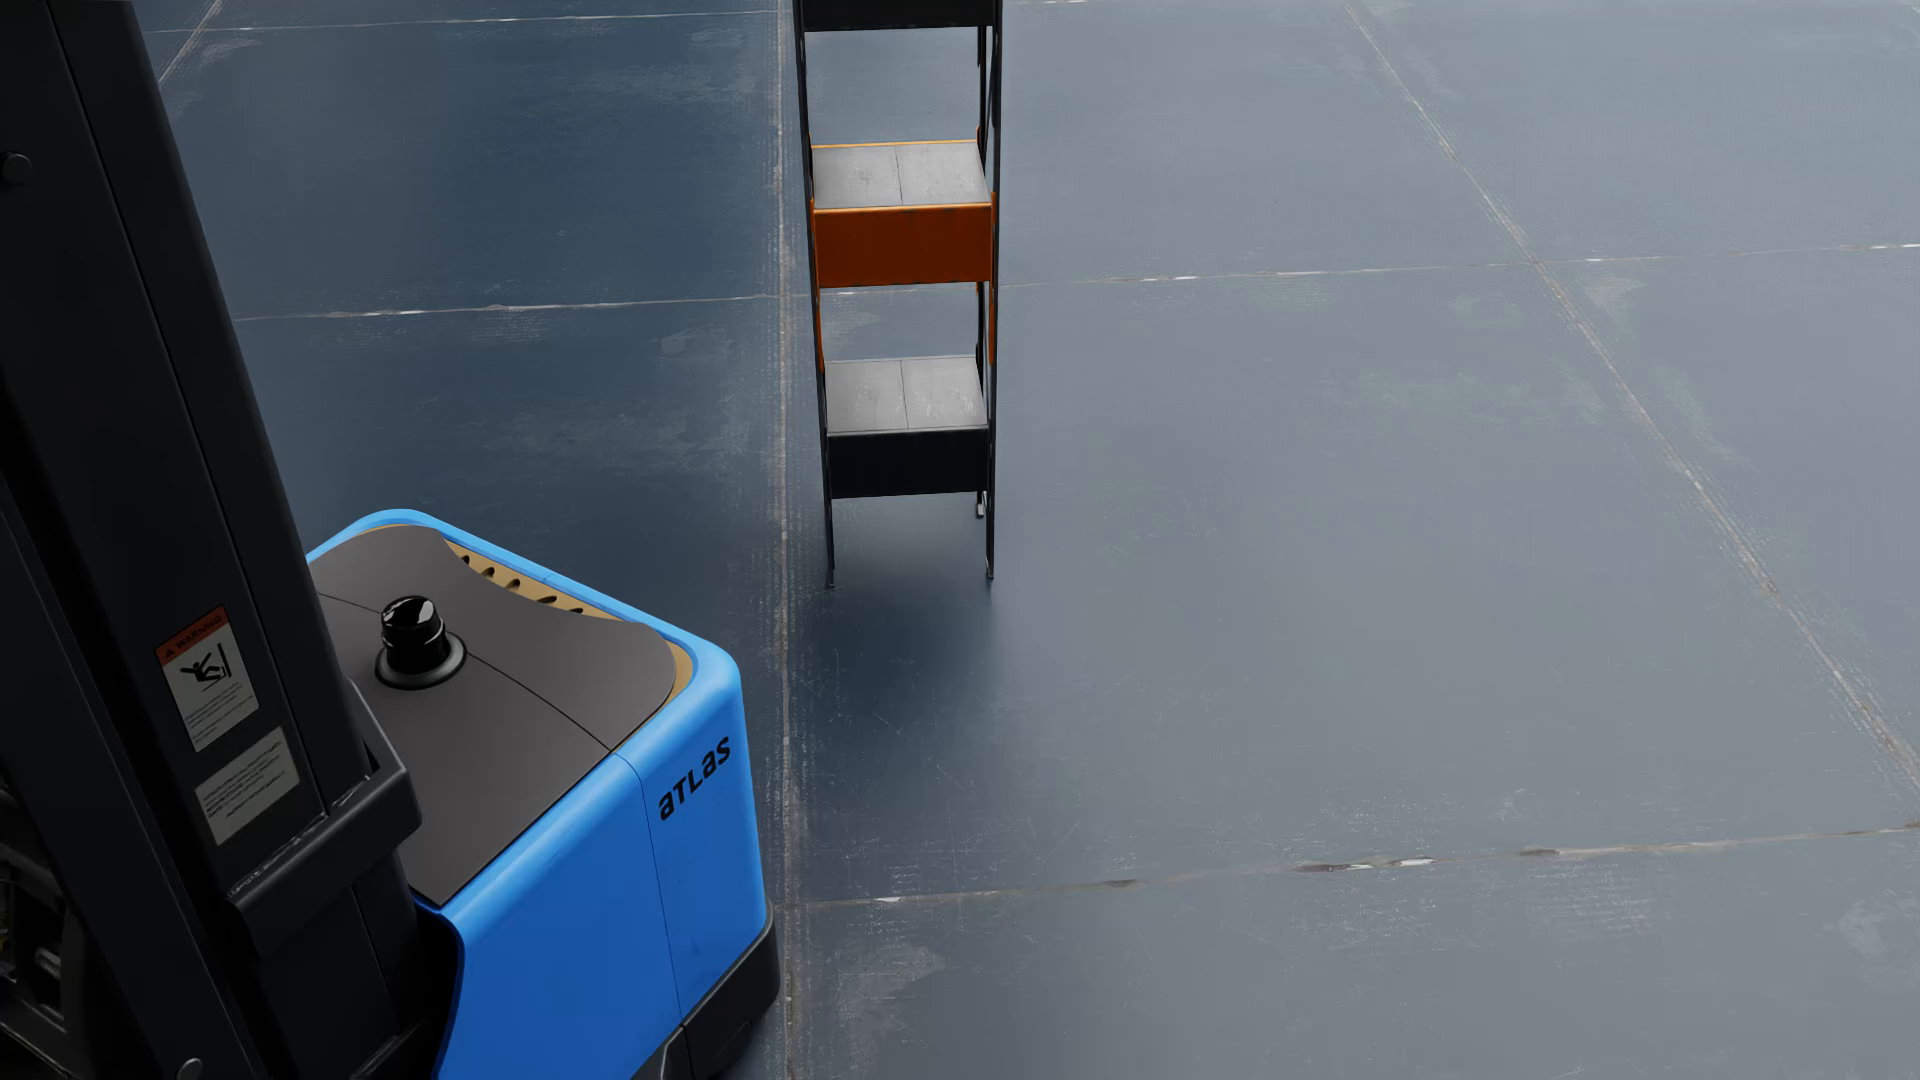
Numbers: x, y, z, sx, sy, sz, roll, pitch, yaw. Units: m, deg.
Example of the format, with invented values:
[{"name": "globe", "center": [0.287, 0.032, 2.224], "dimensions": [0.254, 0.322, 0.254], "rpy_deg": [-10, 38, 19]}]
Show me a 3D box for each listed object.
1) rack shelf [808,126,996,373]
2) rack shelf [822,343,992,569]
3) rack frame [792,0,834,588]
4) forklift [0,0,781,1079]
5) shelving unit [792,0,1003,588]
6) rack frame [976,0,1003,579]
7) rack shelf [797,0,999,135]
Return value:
[{"name": "rack shelf", "center": [-0.165, -0.805, 4.597], "dimensions": [0.480, 0.518, 0.431], "rpy_deg": [-3, 38, -4]}, {"name": "rack shelf", "center": [-0.165, -0.255, 5.030], "dimensions": [0.480, 0.518, 0.431], "rpy_deg": [-3, 38, -4]}, {"name": "rack frame", "center": [-0.408, -0.802, 4.571], "dimensions": [0.015, 2.100, 0.400], "rpy_deg": [-3, 38, -4]}, {"name": "forklift", "center": [-1.622, 0.532, 2.209], "dimensions": [1.130, 2.935, 3.031], "rpy_deg": [21, 43, 25]}, {"name": "shelving unit", "center": [-0.165, -0.815, 4.588], "dimensions": [0.503, 2.100, 0.431], "rpy_deg": [-3, 38, -4]}, {"name": "rack frame", "center": [0.078, -0.829, 4.605], "dimensions": [0.015, 2.100, 0.400], "rpy_deg": [-3, 38, -4]}, {"name": "rack shelf", "center": [-0.165, -1.354, 4.163], "dimensions": [0.480, 0.518, 0.431], "rpy_deg": [-3, 38, -4]}]
